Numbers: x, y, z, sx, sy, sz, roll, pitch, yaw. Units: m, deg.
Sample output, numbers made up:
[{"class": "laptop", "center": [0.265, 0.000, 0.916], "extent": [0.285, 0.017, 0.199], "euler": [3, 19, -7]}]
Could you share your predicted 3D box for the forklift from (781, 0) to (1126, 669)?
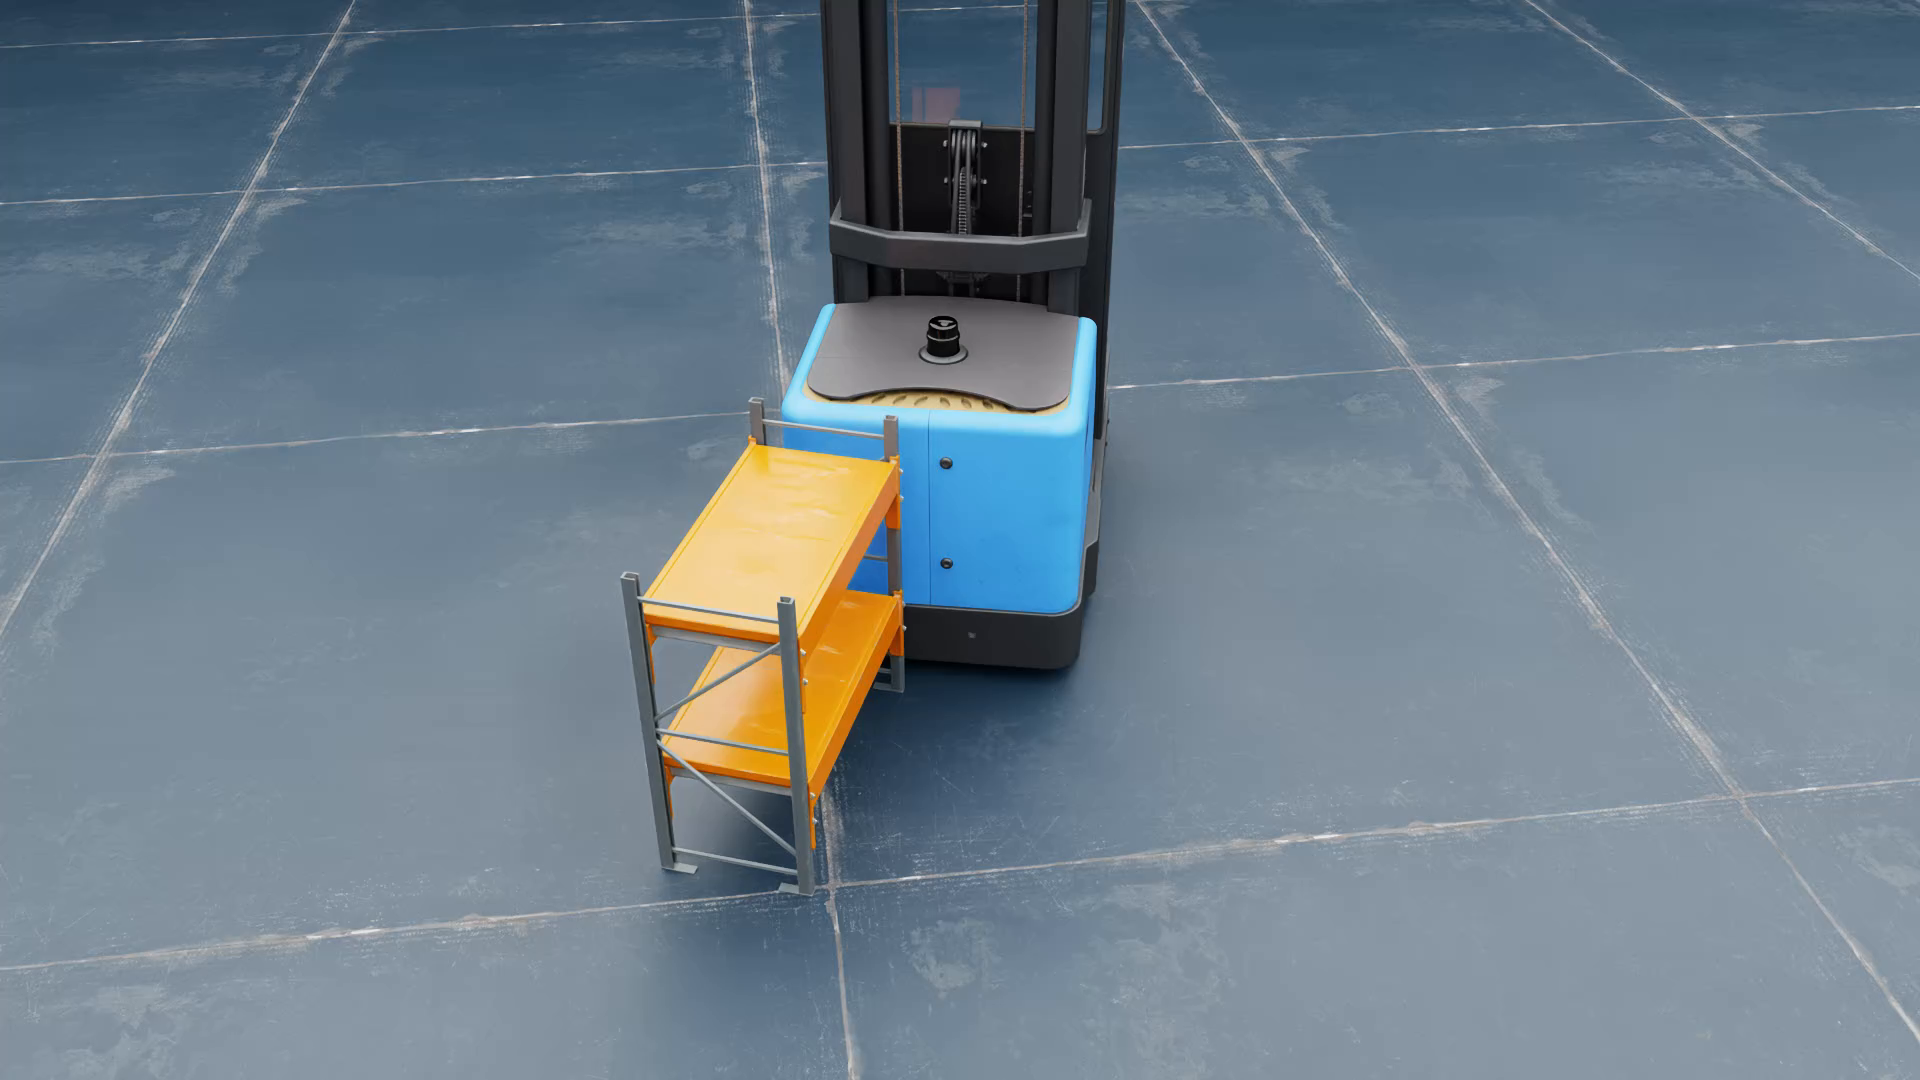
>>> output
[{"class": "forklift", "center": [0.075, -1.564, 6.442], "extent": [1.130, 2.935, 3.031], "euler": [4, 34, 6]}]

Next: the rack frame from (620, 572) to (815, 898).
[{"class": "rack frame", "center": [-0.694, 0.595, 4.878], "extent": [0.500, 1.125, 0.032], "euler": [8, 35, 12]}]

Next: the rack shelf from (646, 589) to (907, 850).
[{"class": "rack shelf", "center": [-0.569, 0.520, 5.422], "extent": [0.538, 0.278, 1.000], "euler": [8, 35, 12]}]

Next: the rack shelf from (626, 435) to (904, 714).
[{"class": "rack shelf", "center": [-0.569, 0.076, 5.120], "extent": [0.538, 0.278, 1.000], "euler": [8, 35, 12]}]

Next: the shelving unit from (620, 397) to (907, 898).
[{"class": "shelving unit", "center": [-0.569, 0.318, 5.285], "extent": [0.538, 1.125, 1.048], "euler": [8, 35, 12]}]

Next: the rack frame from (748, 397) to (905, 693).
[{"class": "rack frame", "center": [-0.443, 0.041, 5.692], "extent": [0.500, 1.125, 0.032], "euler": [8, 35, 12]}]
